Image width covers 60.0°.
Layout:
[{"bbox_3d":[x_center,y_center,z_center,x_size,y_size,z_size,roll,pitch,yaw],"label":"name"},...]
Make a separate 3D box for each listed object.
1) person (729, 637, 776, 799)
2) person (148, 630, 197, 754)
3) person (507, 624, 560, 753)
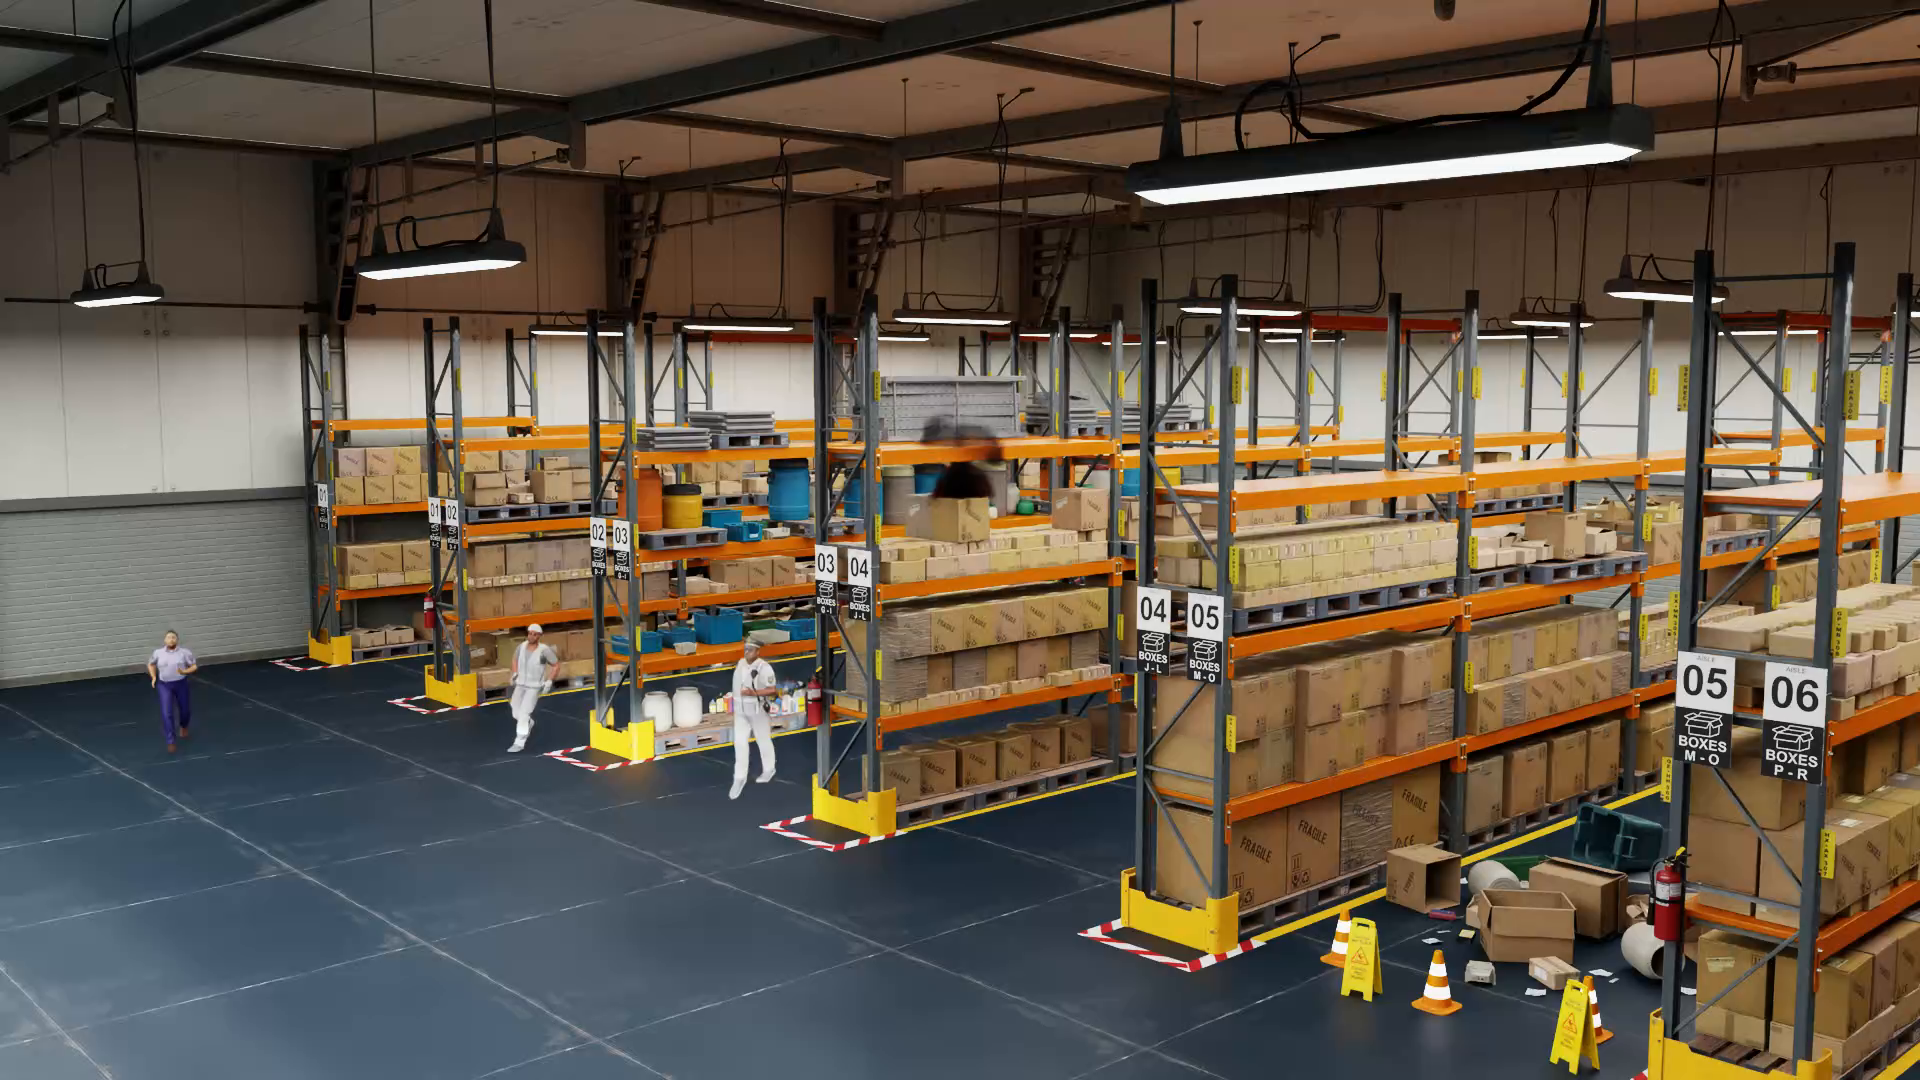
[{"bbox_3d":[-2.447,2.071,19.591,0.642,1.893,0.768,2,6,22],"label":"person"},{"bbox_3d":[-10.795,2.049,22.807,0.601,1.611,0.913,-3,6,-25],"label":"person"},{"bbox_3d":[-5.834,1.998,22.792,0.727,1.747,0.757,1,6,14],"label":"person"}]
